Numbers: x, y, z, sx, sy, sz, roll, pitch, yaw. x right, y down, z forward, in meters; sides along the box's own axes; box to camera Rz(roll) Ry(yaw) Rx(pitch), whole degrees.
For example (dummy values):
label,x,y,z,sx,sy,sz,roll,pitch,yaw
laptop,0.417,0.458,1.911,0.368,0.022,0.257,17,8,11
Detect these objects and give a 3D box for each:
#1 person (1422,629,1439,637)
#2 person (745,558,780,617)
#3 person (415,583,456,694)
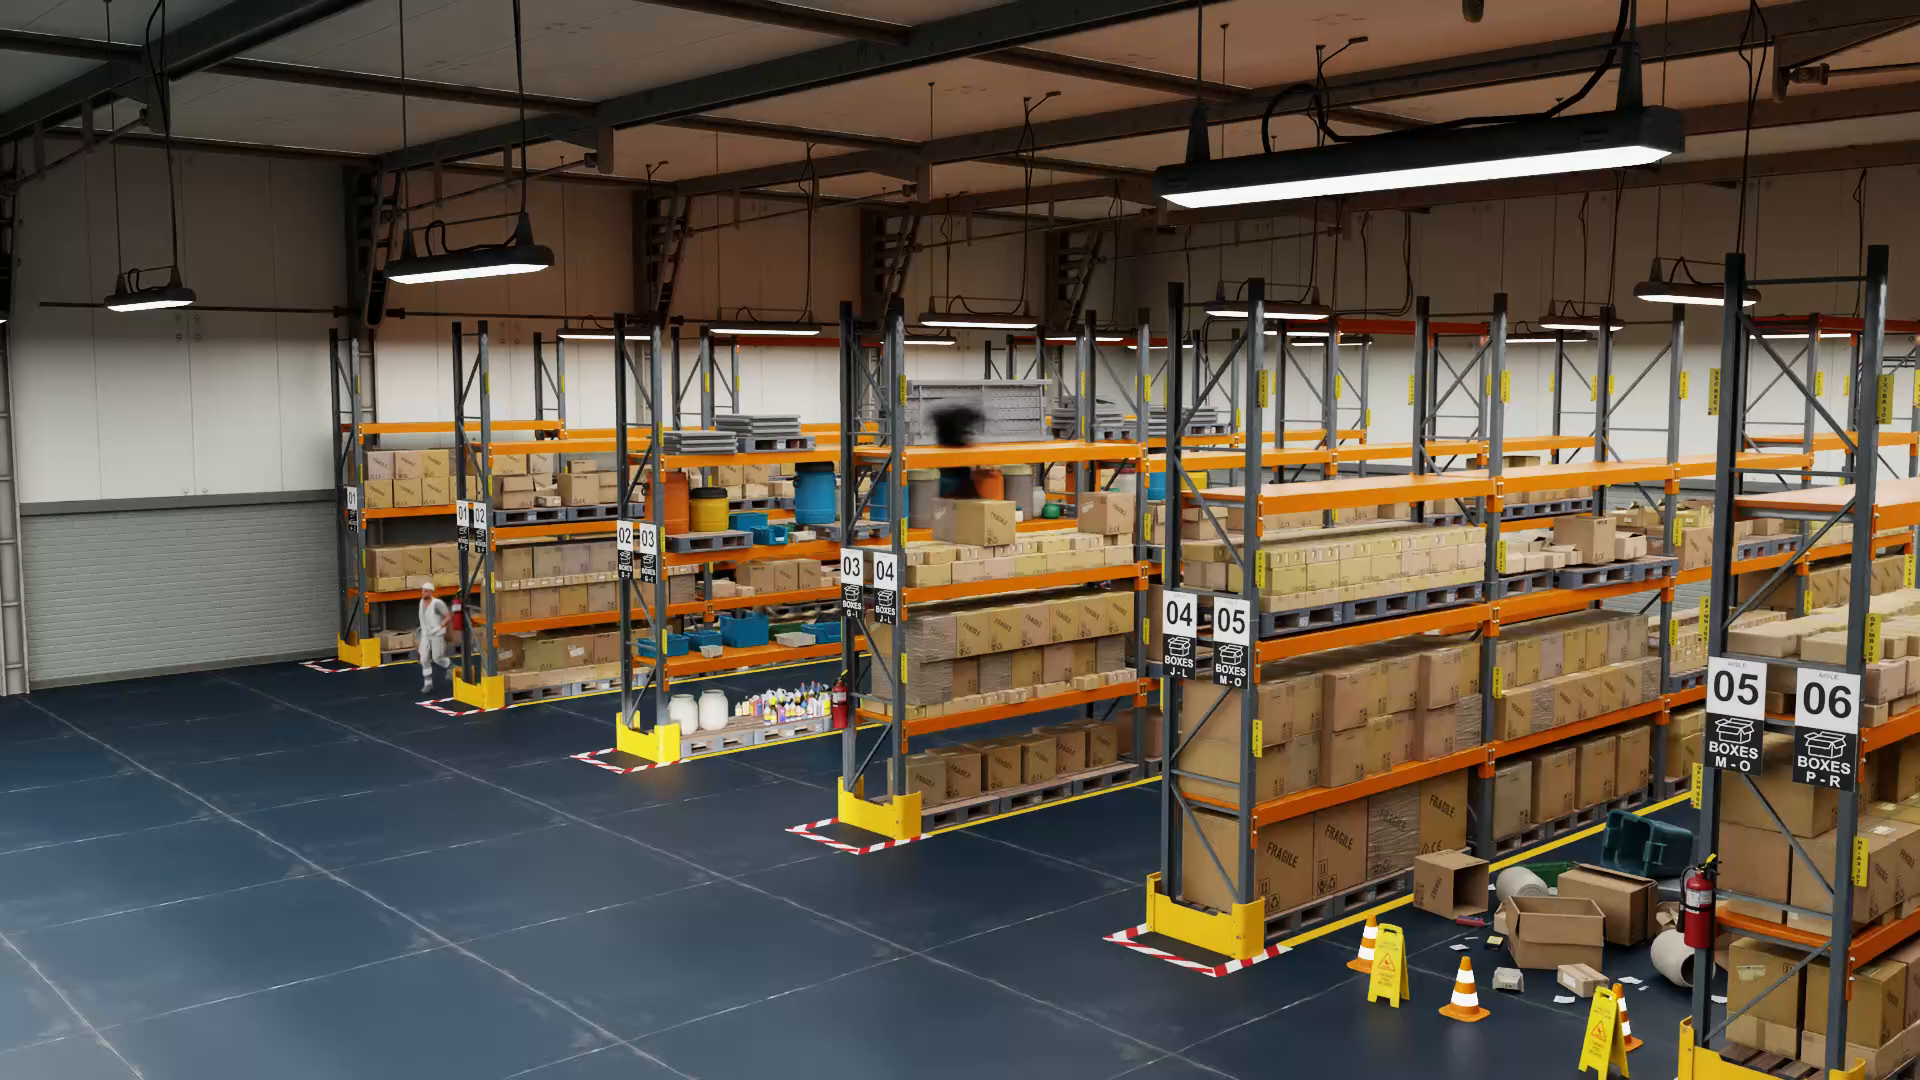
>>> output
label,x,y,z,sx,sy,sz,roll,pitch,yaw
person,6.778,2.017,23.613,0.712,1.651,0.772,5,7,40
person,-3.898,1.108,33.027,0.696,1.694,1.005,4,7,36
person,-8.620,1.584,27.353,0.659,1.802,0.781,3,6,25
